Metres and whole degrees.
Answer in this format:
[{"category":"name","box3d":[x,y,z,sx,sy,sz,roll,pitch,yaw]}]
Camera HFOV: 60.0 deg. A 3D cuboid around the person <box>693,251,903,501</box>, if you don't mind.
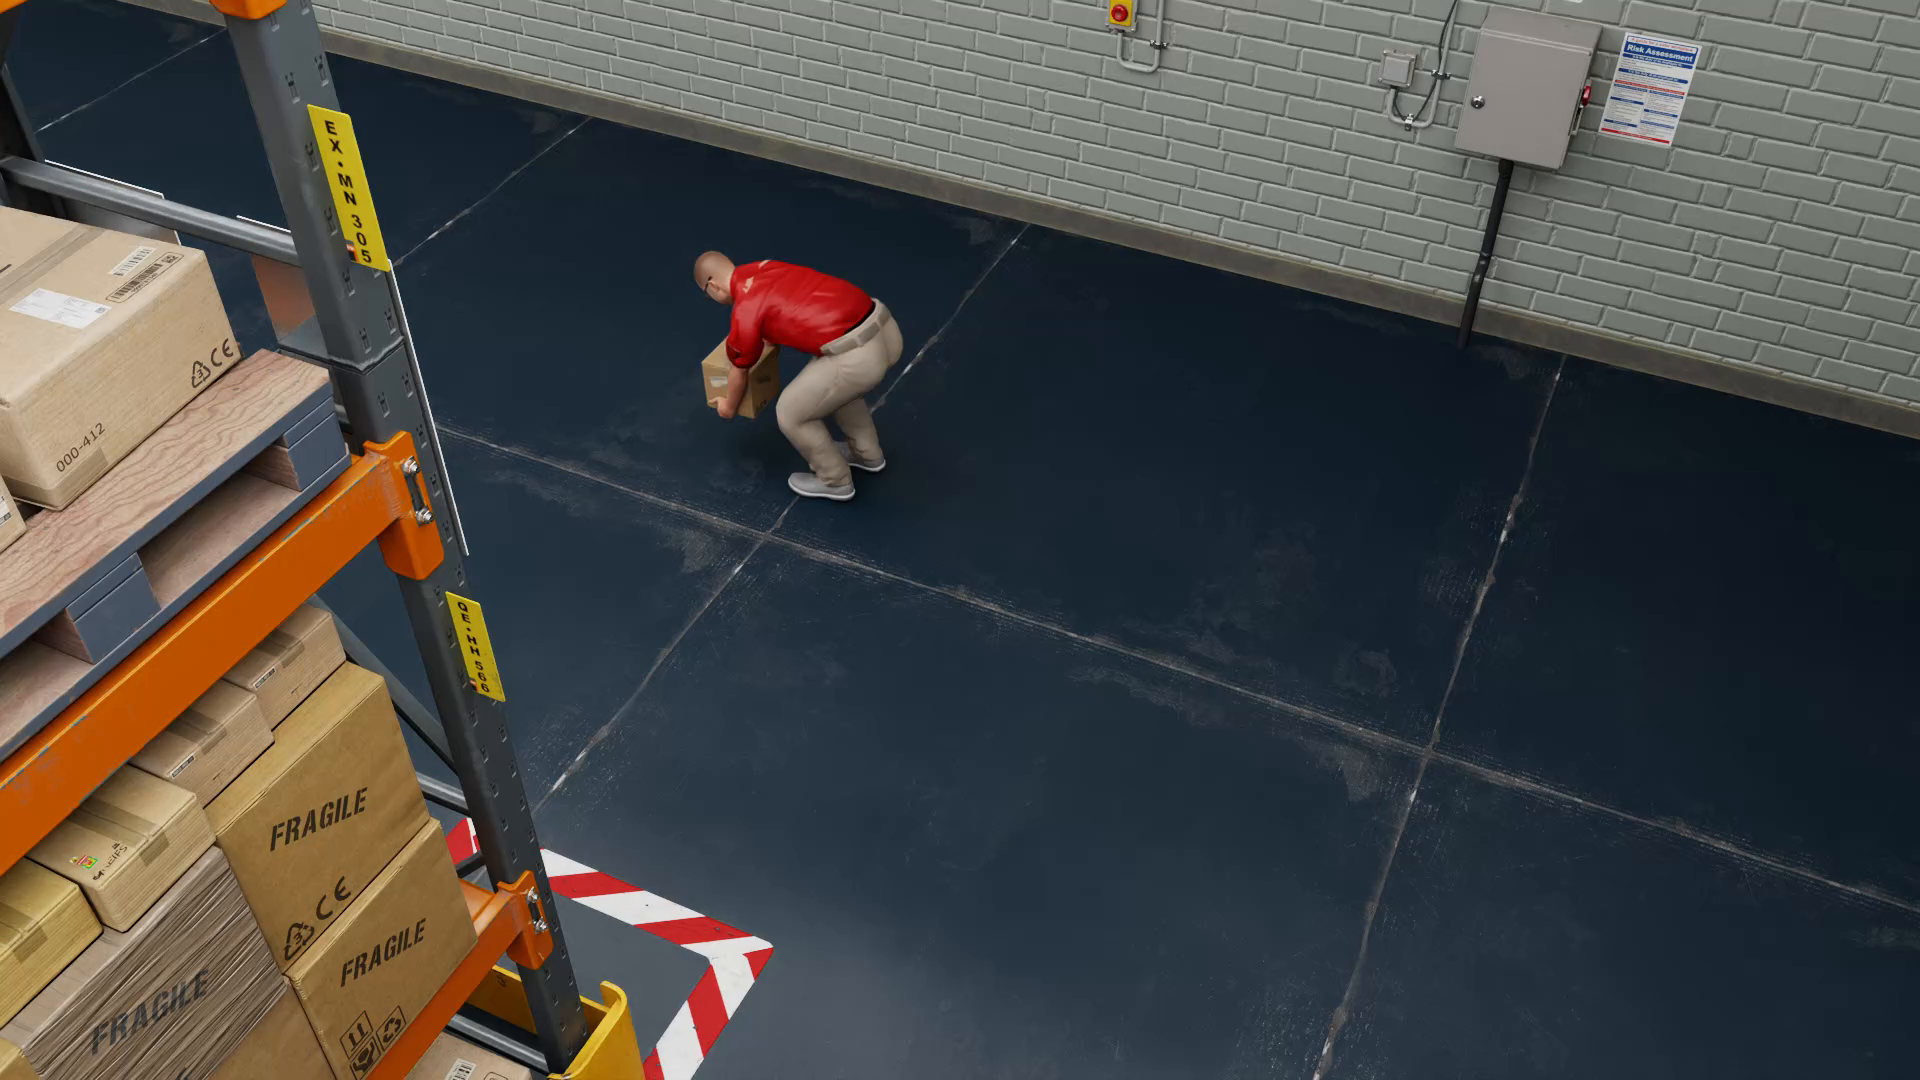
[{"category":"person","box3d":[-0.720,-0.746,7.483,0.941,1.102,0.511,15,44,16]}]
